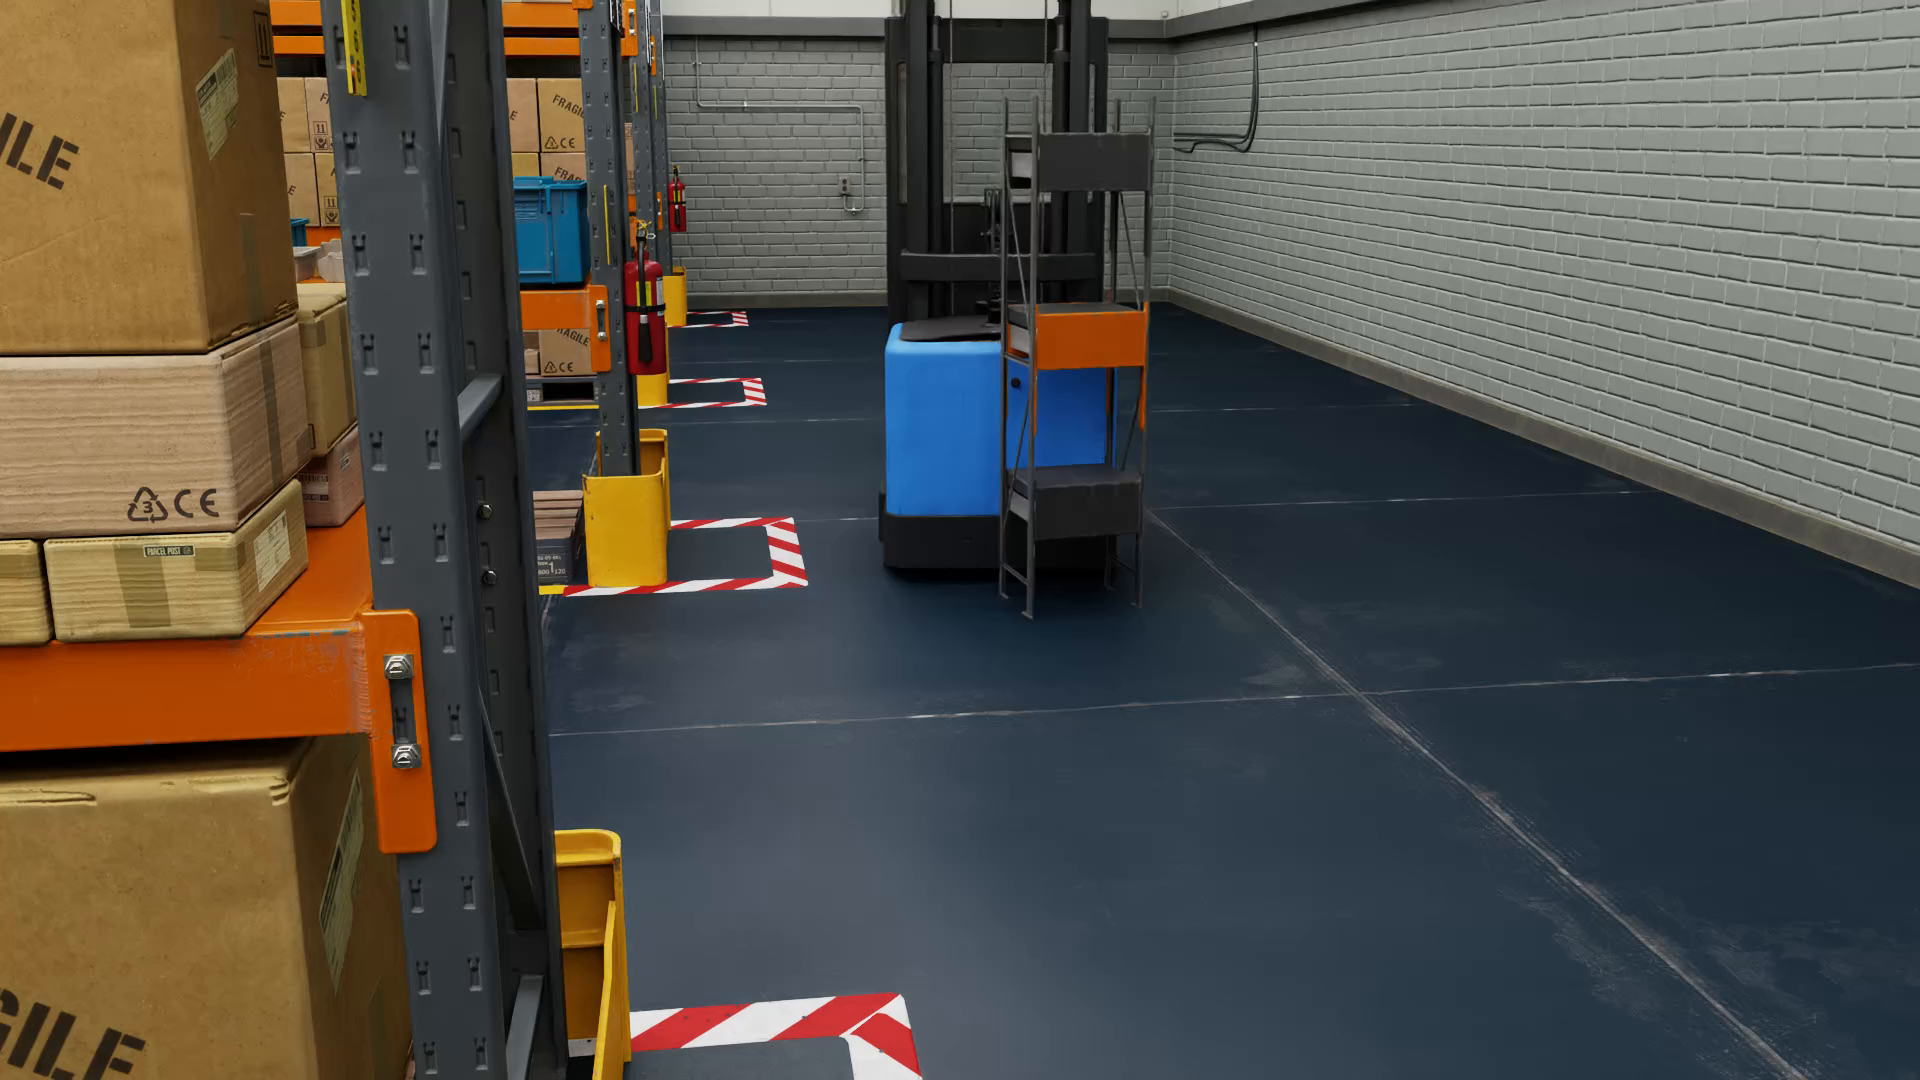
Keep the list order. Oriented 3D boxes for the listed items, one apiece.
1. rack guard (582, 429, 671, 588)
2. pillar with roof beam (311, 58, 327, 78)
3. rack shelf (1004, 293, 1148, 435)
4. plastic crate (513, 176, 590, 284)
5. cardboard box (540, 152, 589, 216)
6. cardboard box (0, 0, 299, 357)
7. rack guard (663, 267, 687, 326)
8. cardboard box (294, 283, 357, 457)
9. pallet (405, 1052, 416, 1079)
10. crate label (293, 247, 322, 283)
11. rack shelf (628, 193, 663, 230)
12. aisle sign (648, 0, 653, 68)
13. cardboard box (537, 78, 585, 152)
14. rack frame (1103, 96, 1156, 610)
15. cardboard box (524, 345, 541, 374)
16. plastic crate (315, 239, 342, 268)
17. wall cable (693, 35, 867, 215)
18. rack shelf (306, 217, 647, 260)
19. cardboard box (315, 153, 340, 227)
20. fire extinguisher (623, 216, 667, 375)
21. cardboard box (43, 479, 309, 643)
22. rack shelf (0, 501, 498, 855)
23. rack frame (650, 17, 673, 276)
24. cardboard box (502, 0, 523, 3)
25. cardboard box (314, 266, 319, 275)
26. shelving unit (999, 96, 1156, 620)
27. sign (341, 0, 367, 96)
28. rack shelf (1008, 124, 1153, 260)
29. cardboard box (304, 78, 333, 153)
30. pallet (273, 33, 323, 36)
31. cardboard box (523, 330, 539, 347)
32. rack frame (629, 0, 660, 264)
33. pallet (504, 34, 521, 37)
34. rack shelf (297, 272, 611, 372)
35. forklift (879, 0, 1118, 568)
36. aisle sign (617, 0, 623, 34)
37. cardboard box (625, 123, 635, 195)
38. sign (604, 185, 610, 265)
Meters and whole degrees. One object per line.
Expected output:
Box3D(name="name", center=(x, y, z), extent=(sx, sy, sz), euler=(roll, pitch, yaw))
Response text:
Box3D(name="rack guard", center=(-1.566, -0.174, 7.889), extent=(0.348, 0.500, 1.175), euler=(-2, 14, -8))
Box3D(name="pillar with roof beam", center=(-5.814, -5.729, 12.565), extent=(0.400, 9.000, 9.100), euler=(-2, 14, -8))
Box3D(name="rack shelf", center=(0.471, -0.738, 6.901), extent=(0.480, 0.518, 0.431), euler=(-4, 14, -16))
Box3D(name="plastic crate", center=(-1.891, -1.372, 7.330), extent=(0.499, 0.435, 0.616), euler=(-2, 14, -8))
Box3D(name="cardboard box", center=(-2.724, -2.541, 11.982), extent=(0.500, 0.500, 0.500), euler=(-2, 14, -7))
Box3D(name="cardboard box", center=(-1.293, -0.546, 2.386), extent=(0.500, 0.500, 0.500), euler=(-2, 14, -8))
Box3D(name="rack guard", center=(-3.040, -2.554, 17.378), extent=(0.348, 0.500, 1.175), euler=(-2, 14, -8))
Box3D(name="cardboard box", center=(-1.365, -0.310, 2.990), extent=(0.500, 0.250, 0.500), euler=(-2, 14, -10))
Box3D(name="pallet", center=(-1.629, 1.209, 2.967), extent=(1.213, 0.211, 1.003), euler=(-2, 14, -8))
Box3D(name="crate label", center=(-2.928, -1.188, 7.210), extent=(0.243, 0.136, 0.396), euler=(-2, 14, -8))
Box3D(name="rack shelf", center=(-5.041, -3.344, 16.869), extent=(4.000, 0.370, 1.077), euler=(-2, 14, -8))
Box3D(name="aisle sign", center=(-2.298, -3.908, 12.295), extent=(0.004, 0.787, 0.394), euler=(-2, 14, -8))
Box3D(name="cardboard box", center=(-2.721, -3.025, 11.858), extent=(0.500, 0.500, 0.500), euler=(-2, 14, -9))
Box3D(name="rack frame", center=(0.705, -0.768, 6.966), extent=(0.015, 2.100, 0.400), euler=(-4, 14, -16))
Box3D(name="cardboard box", center=(-3.237, -1.341, 12.324), extent=(0.250, 0.166, 0.380), euler=(-2, 14, -8))
Box3D(name="plastic crate", center=(-2.881, -1.338, 7.809), extent=(0.298, 0.136, 0.250), euler=(-2, 14, -8))
Box3D(name="wall cable", center=(-1.938, -4.532, 18.040), extent=(1.851, 1.984, 0.084), euler=(-2, 14, -8))
Box3D(name="rack shelf", center=(-4.300, -2.153, 12.119), extent=(4.000, 0.370, 1.077), euler=(-2, 14, -8))
Box3D(name="cardboard box", center=(-4.229, -2.486, 11.764), extent=(0.500, 0.500, 0.500), euler=(-2, 14, -9))
Box3D(name="fire extinguisher", center=(-1.371, -1.060, 7.209), extent=(0.183, 0.674, 0.296), euler=(-2, 14, -8))
Box3D(name="cardboard box", center=(-1.153, 0.023, 2.481), extent=(0.250, 0.149, 0.380), euler=(-2, 14, -7))
Box3D(name="rack shelf", center=(-2.828, 0.230, 2.617), extent=(4.000, 0.370, 1.077), euler=(-2, 14, -8))
Box3D(name="rack frame", center=(-3.064, -3.766, 17.071), extent=(0.127, 3.000, 1.000), euler=(-2, 14, -8))
Box3D(name="cardboard box", center=(-3.287, -3.859, 11.585), extent=(0.500, 0.250, 0.500), euler=(-2, 14, -8))
Box3D(name="cardboard box", center=(-6.264, -2.614, 16.756), extent=(0.500, 0.500, 0.700), euler=(-2, 14, -8))
Box3D(name="shelving unit", center=(0.471, -0.752, 6.897), extent=(0.503, 2.100, 0.431), euler=(-4, 14, -16))
Box3D(name="sign", center=(-0.783, -0.737, 2.126), extent=(0.005, 0.325, 0.100), euler=(-2, 14, -8))
Box3D(name="rack shelf", center=(0.472, -1.418, 6.733), extent=(0.480, 0.518, 0.431), euler=(-4, 14, -16))
Box3D(name="cardboard box", center=(-4.240, -2.968, 11.631), extent=(0.500, 0.500, 0.500), euler=(-2, 14, -7))
Box3D(name="pallet", center=(-6.208, -5.060, 16.247), extent=(1.213, 0.211, 1.003), euler=(-2, 14, -8))
Box3D(name="cardboard box", center=(-3.396, -1.484, 12.722), extent=(0.500, 0.250, 0.500), euler=(-2, 14, -8))
Box3D(name="rack frame", center=(-2.322, -2.574, 12.320), extent=(0.127, 3.000, 1.000), euler=(-2, 14, -8))
Box3D(name="pallet", center=(-5.005, -5.103, 16.420), extent=(1.213, 0.211, 1.003), euler=(-2, 14, -8))
Box3D(name="rack shelf", center=(-3.565, -0.961, 7.367), extent=(4.000, 0.370, 1.077), euler=(-2, 14, -8))
Box3D(name="forklift", center=(0.175, -1.594, 8.552), extent=(1.130, 2.935, 3.031), euler=(0, 14, 0))
Box3D(name="aisle sign", center=(-1.561, -2.718, 7.548), extent=(0.004, 0.787, 0.394), euler=(-2, 14, -8))
Box3D(name="cardboard box", center=(-3.567, -3.890, 16.951), extent=(0.700, 0.700, 0.980), euler=(-1, 14, -6))
Box3D(name="sign", center=(-1.490, -1.330, 7.024), extent=(0.005, 0.325, 0.100), euler=(-2, 14, -8))
